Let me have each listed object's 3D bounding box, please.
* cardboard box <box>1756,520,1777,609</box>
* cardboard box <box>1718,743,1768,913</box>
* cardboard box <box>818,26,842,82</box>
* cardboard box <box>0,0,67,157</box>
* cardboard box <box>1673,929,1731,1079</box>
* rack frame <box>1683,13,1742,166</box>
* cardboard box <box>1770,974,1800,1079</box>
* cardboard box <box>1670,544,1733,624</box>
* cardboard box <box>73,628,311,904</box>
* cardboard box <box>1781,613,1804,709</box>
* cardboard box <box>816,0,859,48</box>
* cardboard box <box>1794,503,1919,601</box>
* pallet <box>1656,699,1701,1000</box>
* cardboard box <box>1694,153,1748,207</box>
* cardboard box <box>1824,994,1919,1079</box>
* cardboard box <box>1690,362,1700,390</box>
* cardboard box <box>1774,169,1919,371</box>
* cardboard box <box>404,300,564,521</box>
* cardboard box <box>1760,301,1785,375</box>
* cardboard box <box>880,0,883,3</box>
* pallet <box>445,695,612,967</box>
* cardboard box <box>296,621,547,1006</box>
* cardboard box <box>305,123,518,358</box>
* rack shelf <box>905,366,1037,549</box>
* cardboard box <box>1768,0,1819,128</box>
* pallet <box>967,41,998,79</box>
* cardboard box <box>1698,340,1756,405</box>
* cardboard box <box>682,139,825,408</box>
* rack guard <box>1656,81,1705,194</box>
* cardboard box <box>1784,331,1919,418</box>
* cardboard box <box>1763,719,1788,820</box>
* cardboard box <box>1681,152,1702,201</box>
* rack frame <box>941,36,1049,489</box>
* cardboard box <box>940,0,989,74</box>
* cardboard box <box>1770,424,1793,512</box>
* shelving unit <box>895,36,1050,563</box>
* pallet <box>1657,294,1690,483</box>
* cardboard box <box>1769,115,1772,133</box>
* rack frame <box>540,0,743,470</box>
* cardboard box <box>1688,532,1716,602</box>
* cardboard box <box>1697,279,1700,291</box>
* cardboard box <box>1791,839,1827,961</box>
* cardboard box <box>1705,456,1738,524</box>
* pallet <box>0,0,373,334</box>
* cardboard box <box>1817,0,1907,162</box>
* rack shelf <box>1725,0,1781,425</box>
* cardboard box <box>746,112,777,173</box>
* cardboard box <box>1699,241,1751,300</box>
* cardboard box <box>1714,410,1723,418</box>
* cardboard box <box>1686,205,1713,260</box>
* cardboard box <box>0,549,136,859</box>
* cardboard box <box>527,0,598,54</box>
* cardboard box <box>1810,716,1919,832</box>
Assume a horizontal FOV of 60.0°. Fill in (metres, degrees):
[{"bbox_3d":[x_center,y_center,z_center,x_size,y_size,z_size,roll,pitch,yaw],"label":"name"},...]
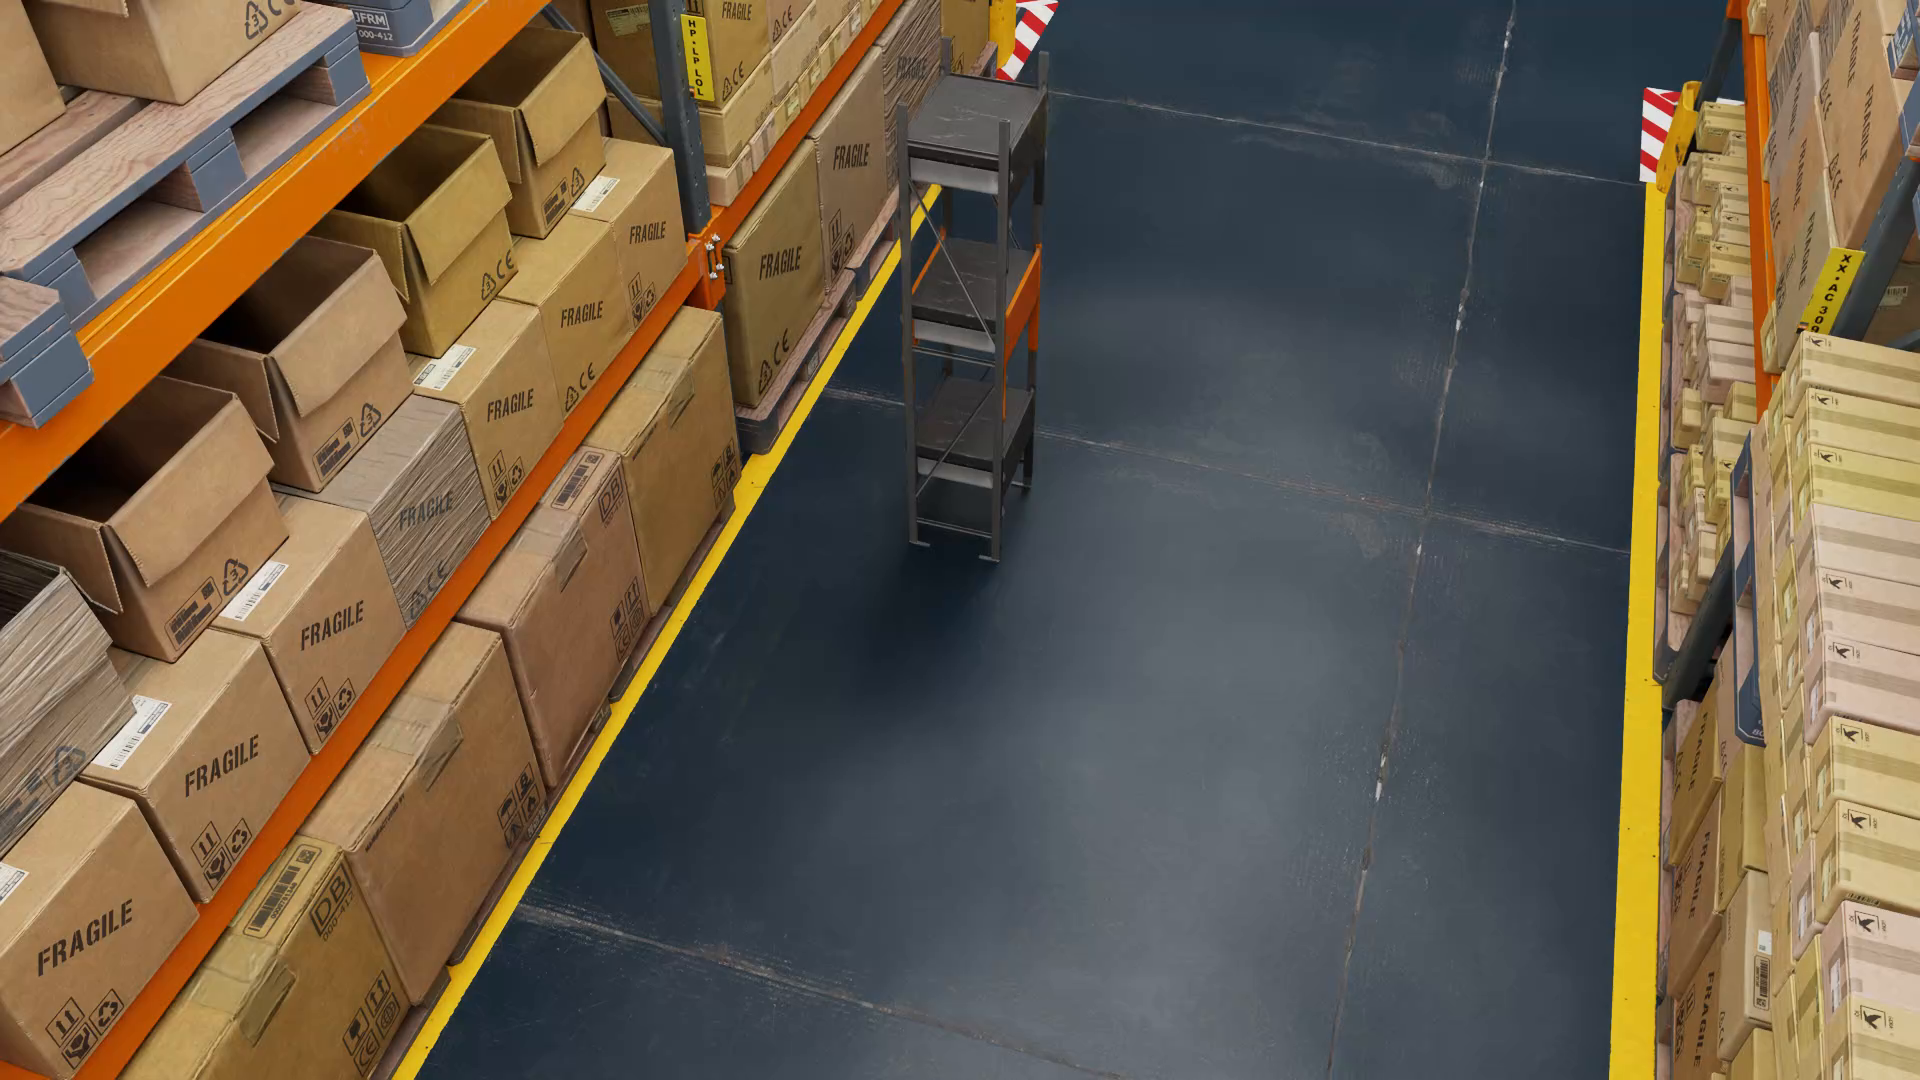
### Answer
[{"bbox_3d":[2.510,0.111,4.770,0.380,0.149,0.250,13,46,13],"label":"cardboard box"},{"bbox_3d":[2.591,0.921,5.013,0.500,0.250,0.500,14,46,14],"label":"cardboard box"},{"bbox_3d":[-0.751,-2.198,7.430,0.380,0.149,0.250,12,46,12],"label":"cardboard box"},{"bbox_3d":[-2.389,-1.071,3.583,0.500,0.500,0.500,15,46,15],"label":"cardboard box"},{"bbox_3d":[2.444,1.539,4.919,0.500,0.500,0.500,13,46,13],"label":"cardboard box"},{"bbox_3d":[4.436,-3.012,8.082,1.000,3.000,0.127,13,46,13],"label":"rack frame"},{"bbox_3d":[2.038,1.152,3.706,0.380,0.149,0.250,11,45,11],"label":"cardboard box"},{"bbox_3d":[3.019,0.189,6.549,0.380,0.149,0.250,13,46,13],"label":"cardboard box"},{"bbox_3d":[-2.122,0.556,4.365,0.500,0.500,0.500,11,46,11],"label":"cardboard box"},{"bbox_3d":[2.355,0.352,4.312,0.380,0.149,0.250,14,46,14],"label":"cardboard box"},{"bbox_3d":[-0.773,-2.451,7.404,0.500,0.250,0.500,14,46,13],"label":"cardboard box"},{"bbox_3d":[2.431,0.070,4.387,0.380,0.149,0.250,12,46,12],"label":"cardboard box"},{"bbox_3d":[2.991,1.170,5.802,1.003,0.211,1.213,13,46,13],"label":"pallet"},{"bbox_3d":[3.787,-1.729,8.084,0.380,0.149,0.250,12,46,12],"label":"cardboard box"},{"bbox_3d":[1.960,1.103,3.331,0.380,0.149,0.250,14,46,14],"label":"cardboard box"},{"bbox_3d":[3.476,-0.660,7.417,0.380,0.149,0.250,13,46,13],"label":"cardboard box"},{"bbox_3d":[3.102,-0.870,5.609,0.500,0.500,0.500,13,46,13],"label":"cardboard box"},{"bbox_3d":[-1.661,-0.452,5.395,0.500,0.500,0.500,12,46,12],"label":"cardboard box"},{"bbox_3d":[3.063,-0.691,5.890,0.380,0.149,0.250,11,46,11],"label":"cardboard box"},{"bbox_3d":[-0.517,-2.714,7.958,0.380,0.149,0.250,13,46,13],"label":"cardboard box"},{"bbox_3d":[-2.001,0.879,6.100,1.003,0.211,1.213,13,46,13],"label":"pallet"},{"bbox_3d":[-2.177,0.764,5.443,1.225,0.875,0.875,13,46,13],"label":"cardboard box"},{"bbox_3d":[-1.876,-0.976,5.213,0.797,0.503,0.637,13,46,13],"label":"cardboard box"},{"bbox_3d":[0.050,-0.351,7.026,0.431,0.518,0.480,13,46,12],"label":"rack shelf"},{"bbox_3d":[3.591,-1.886,6.648,0.500,0.500,0.500,11,46,11],"label":"cardboard box"},{"bbox_3d":[-0.428,-2.584,9.639,1.003,0.211,1.213,13,46,13],"label":"pallet"},{"bbox_3d":[3.340,-0.685,7.017,0.380,0.149,0.250,10,45,11],"label":"cardboard box"},{"bbox_3d":[-1.195,-1.277,7.529,0.875,0.875,0.875,13,46,13],"label":"cardboard box"},{"bbox_3d":[4.413,-2.068,8.905,1.175,0.500,0.348,13,46,13],"label":"rack guard"},{"bbox_3d":[2.667,-0.454,4.922,0.380,0.149,0.250,15,46,15],"label":"cardboard box"},{"bbox_3d":[2.277,0.630,4.239,0.380,0.149,0.250,12,46,12],"label":"cardboard box"},{"bbox_3d":[3.973,-1.862,8.645,0.380,0.149,0.250,13,46,13],"label":"cardboard box"},{"bbox_3d":[0.124,-1.023,6.694,0.400,2.100,0.015,13,46,12],"label":"rack frame"},{"bbox_3d":[-0.378,-3.077,9.368,0.875,0.875,0.875,13,46,13],"label":"cardboard box"},{"bbox_3d":[2.591,-0.174,4.849,0.380,0.149,0.250,12,46,12],"label":"cardboard box"},{"bbox_3d":[0.050,-0.861,6.527,0.431,2.100,0.503,13,46,12],"label":"shelving unit"},{"bbox_3d":[3.762,-0.620,7.632,1.003,0.211,1.213,13,46,13],"label":"pallet"},{"bbox_3d":[3.602,-1.725,6.947,0.380,0.149,0.250,14,46,14],"label":"cardboard box"},{"bbox_3d":[-1.471,-1.464,6.500,1.000,3.000,0.127,13,46,13],"label":"rack frame"},{"bbox_3d":[3.018,0.139,6.387,0.380,0.149,0.250,13,46,13],"label":"cardboard box"},{"bbox_3d":[3.735,-1.166,7.934,0.380,0.149,0.250,13,46,13],"label":"cardboard box"},{"bbox_3d":[2.118,0.868,3.784,0.380,0.149,0.250,14,46,14],"label":"cardboard box"},{"bbox_3d":[3.124,-0.161,6.481,0.380,0.149,0.250,13,46,13],"label":"cardboard box"},{"bbox_3d":[-2.202,-0.989,4.005,1.003,0.211,1.213,15,46,14],"label":"pallet"},{"bbox_3d":[3.261,-1.562,5.601,0.500,0.500,0.500,11,45,11],"label":"cardboard box"},{"bbox_3d":[3.831,-1.422,6.972,1.077,0.370,4.000,13,46,13],"label":"rack shelf"},{"bbox_3d":[-0.985,-1.676,6.896,0.380,0.149,0.250,11,45,11],"label":"cardboard box"},{"bbox_3d":[3.574,-1.197,7.540,0.380,0.149,0.250,13,46,13],"label":"cardboard box"},{"bbox_3d":[3.321,-0.372,6.910,0.380,0.149,0.250,13,46,13],"label":"cardboard box"},{"bbox_3d":[3.726,-1.454,8.016,0.380,0.149,0.250,14,46,14],"label":"cardboard box"},{"bbox_3d":[-2.446,0.324,3.884,0.797,0.503,0.637,14,46,14],"label":"cardboard box"},{"bbox_3d":[-1.587,-2.148,6.557,0.500,0.500,0.500,14,46,14],"label":"cardboard box"},{"bbox_3d":[2.199,0.589,3.857,0.380,0.149,0.250,14,46,14],"label":"cardboard box"}]
